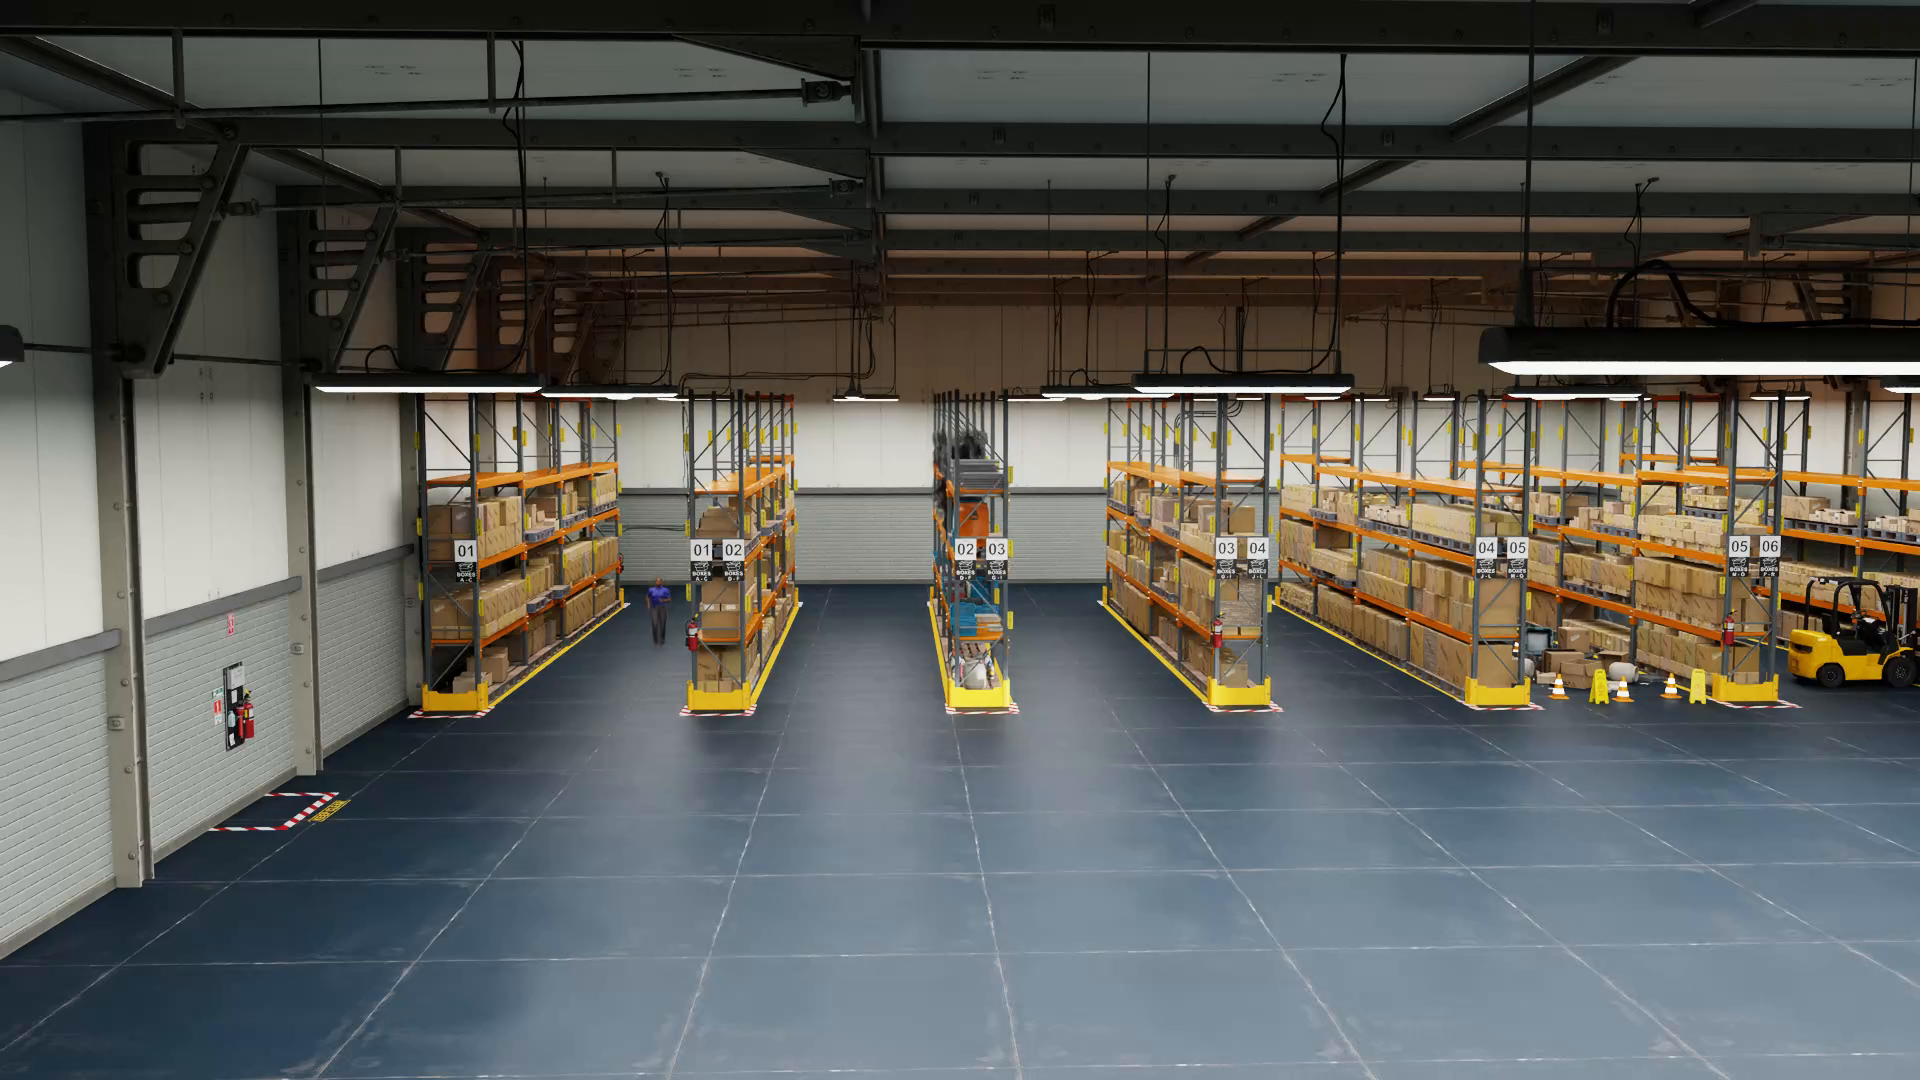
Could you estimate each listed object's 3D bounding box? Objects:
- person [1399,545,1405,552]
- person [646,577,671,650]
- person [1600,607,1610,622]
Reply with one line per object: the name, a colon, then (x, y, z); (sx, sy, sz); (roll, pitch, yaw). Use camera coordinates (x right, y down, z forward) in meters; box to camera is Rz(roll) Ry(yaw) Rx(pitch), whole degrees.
person: (13.046, 0.807, 49.593); (0.801, 1.752, 0.664); (-1, 5, -11)
person: (-7.078, 1.689, 39.083); (0.570, 1.659, 0.929); (-1, 5, -11)
person: (16.441, 1.360, 42.450); (0.685, 1.797, 0.903); (-1, 5, -8)
